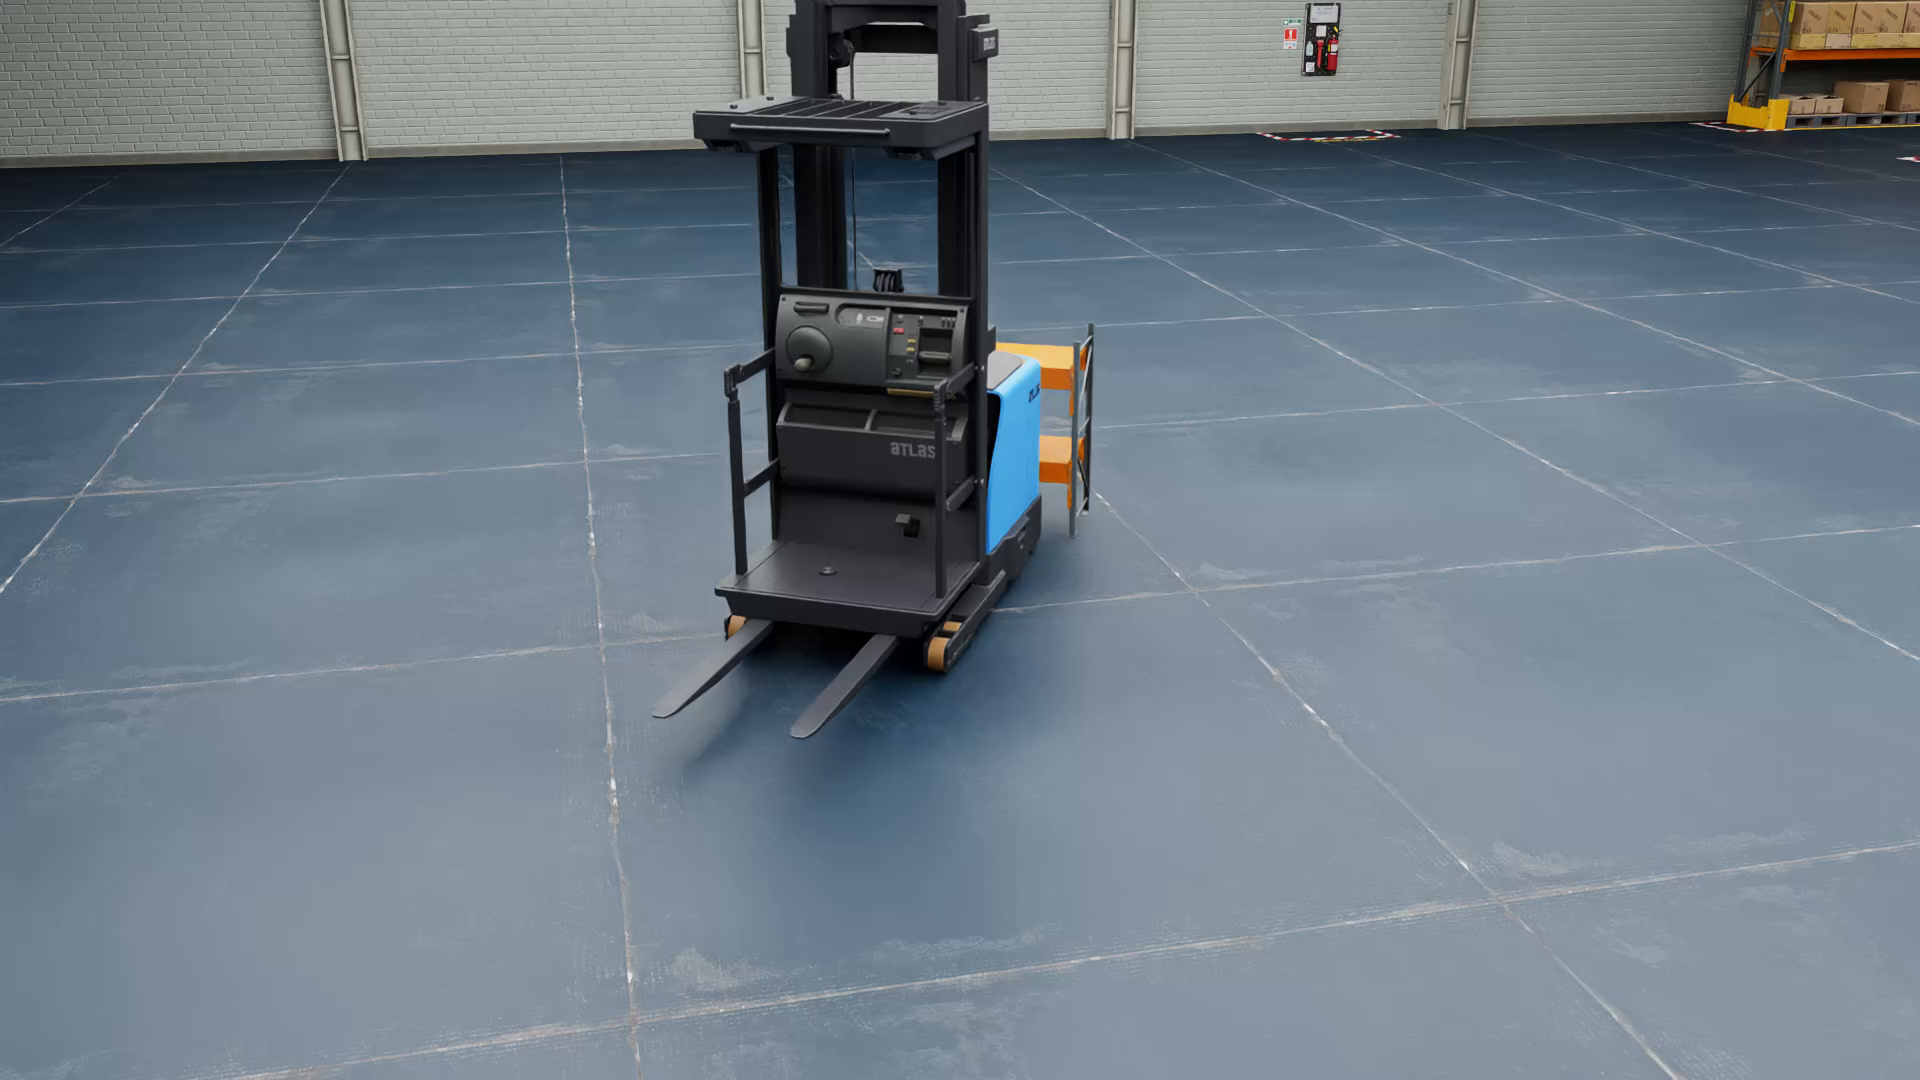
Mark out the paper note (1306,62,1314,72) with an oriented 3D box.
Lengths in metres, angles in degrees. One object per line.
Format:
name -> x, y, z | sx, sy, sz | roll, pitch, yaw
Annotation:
paper note -> 5.872, -7.925, 27.870 | 0.142, 0.148, 0.016 | -5, 21, -12

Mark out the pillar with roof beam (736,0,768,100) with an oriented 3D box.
pillar with roof beam -> -2.214, -8.939, 20.634 | 0.400, 9.000, 9.100 | -5, 21, -12

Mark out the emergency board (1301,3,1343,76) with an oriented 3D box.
emergency board -> 6.060, -8.330, 27.694 | 0.643, 1.169, 0.194 | -5, 21, -12

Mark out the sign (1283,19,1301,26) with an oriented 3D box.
sign -> 5.504, -8.584, 27.564 | 0.331, 0.109, 0.001 | -5, 21, -12

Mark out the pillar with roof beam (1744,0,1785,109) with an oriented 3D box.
pillar with roof beam -> 15.303, -10.364, 24.524 | 0.400, 9.000, 9.100 | -5, 21, -12

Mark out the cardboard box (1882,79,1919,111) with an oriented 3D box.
cardboard box -> 16.722, -7.897, 29.505 | 0.500, 0.500, 0.500 | -6, 21, -17

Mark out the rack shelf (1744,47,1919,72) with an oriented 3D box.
rack shelf -> 15.777, -8.463, 29.104 | 4.000, 0.370, 1.077 | -5, 21, -12

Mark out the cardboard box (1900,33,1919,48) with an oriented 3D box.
cardboard box -> 16.359, -8.678, 28.832 | 0.500, 0.250, 0.500 | -5, 21, -13

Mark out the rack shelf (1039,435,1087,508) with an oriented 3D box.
rack shelf -> 0.195, -0.435, 9.578 | 1.000, 0.278, 0.538 | 5, 21, 13

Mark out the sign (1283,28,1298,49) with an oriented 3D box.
sign -> 5.498, -8.338, 27.662 | 0.234, 0.329, 0.001 | -5, 21, -12

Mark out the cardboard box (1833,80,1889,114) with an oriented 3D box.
cardboard box -> 15.804, -7.787, 29.205 | 0.500, 0.500, 0.700 | -6, 21, -16

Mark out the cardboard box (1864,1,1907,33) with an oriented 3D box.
cardboard box -> 15.851, -8.990, 28.596 | 0.500, 0.500, 0.500 | -4, 20, -11

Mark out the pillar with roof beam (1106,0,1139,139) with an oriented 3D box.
pillar with roof beam -> 3.625, -9.414, 21.931 | 0.400, 9.000, 9.100 | -5, 21, -12

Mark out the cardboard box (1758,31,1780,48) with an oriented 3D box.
cardboard box -> 14.241, -8.684, 28.848 | 0.500, 0.250, 0.500 | -4, 21, -12

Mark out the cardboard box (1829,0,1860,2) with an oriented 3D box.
cardboard box -> 15.234, -9.121, 28.953 | 0.500, 0.500, 0.500 | -5, 21, -14

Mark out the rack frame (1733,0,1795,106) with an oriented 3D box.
rack frame -> 13.830, -8.643, 28.548 | 0.127, 3.000, 1.000 | -5, 21, -12

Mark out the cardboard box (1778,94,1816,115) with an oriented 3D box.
cardboard box -> 14.524, -7.611, 29.002 | 0.500, 0.311, 0.500 | -7, 21, -19

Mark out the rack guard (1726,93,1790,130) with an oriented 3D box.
rack guard -> 13.904, -7.475, 28.994 | 0.348, 0.500, 1.175 | -5, 21, -12

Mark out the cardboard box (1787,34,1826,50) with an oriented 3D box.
cardboard box -> 14.378, -8.514, 28.385 | 0.500, 0.250, 0.500 | -5, 21, -14

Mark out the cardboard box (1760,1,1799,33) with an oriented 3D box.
cardboard box -> 14.240, -9.042, 28.737 | 0.500, 0.500, 0.500 | -5, 21, -13

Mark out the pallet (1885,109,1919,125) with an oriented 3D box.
pallet -> 17.077, -7.585, 29.714 | 1.213, 0.211, 1.003 | -5, 21, -12

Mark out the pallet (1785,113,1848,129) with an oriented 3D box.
pallet -> 14.703, -7.392, 29.187 | 1.213, 0.211, 1.003 | -5, 21, -12

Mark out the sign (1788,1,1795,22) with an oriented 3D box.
sign -> 13.955, -8.868, 27.903 | 0.005, 0.325, 0.100 | -5, 21, -12

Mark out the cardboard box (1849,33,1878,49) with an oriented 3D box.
cardboard box -> 15.377, -8.598, 28.615 | 0.500, 0.250, 0.500 | -5, 21, -13

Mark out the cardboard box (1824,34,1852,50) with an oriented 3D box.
cardboard box -> 14.880, -8.560, 28.511 | 0.500, 0.250, 0.500 | -5, 21, -14

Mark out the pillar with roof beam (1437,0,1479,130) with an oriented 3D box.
pillar with roof beam -> 9.464, -9.889, 23.227 | 0.400, 9.000, 9.100 | -5, 21, -12

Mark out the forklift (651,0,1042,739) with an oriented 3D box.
forklift -> -0.480, -0.919, 7.561 | 1.130, 2.935, 3.031 | 6, 21, 16

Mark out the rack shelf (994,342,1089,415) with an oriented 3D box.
rack shelf -> 0.195, -0.940, 9.393 | 1.000, 0.278, 0.538 | 5, 21, 13

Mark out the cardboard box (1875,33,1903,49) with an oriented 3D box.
cardboard box -> 15.870, -8.638, 28.722 | 0.500, 0.250, 0.500 | -4, 21, -12

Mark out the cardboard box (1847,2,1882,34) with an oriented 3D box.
cardboard box -> 15.352, -8.946, 28.473 | 0.500, 0.500, 0.500 | -5, 21, -14

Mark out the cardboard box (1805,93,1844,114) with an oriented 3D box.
cardboard box -> 15.079, -7.657, 29.125 | 0.500, 0.311, 0.500 | -3, 20, -8

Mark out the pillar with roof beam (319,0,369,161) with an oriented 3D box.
pillar with roof beam -> -8.053, -8.464, 19.338 | 0.400, 9.000, 9.100 | -5, 21, -12

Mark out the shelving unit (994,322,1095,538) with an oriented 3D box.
shelving unit -> 0.195, -0.665, 9.494 | 1.048, 1.125, 0.538 | 5, 21, 13

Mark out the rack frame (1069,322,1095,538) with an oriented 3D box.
rack frame -> 0.688, -0.622, 9.377 | 0.032, 1.125, 0.500 | 5, 21, 13

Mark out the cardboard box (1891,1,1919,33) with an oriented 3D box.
cardboard box -> 16.357, -9.032, 28.709 | 0.500, 0.500, 0.500 | -5, 21, -14

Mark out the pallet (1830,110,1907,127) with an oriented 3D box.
pallet -> 15.888, -7.487, 29.447 | 1.213, 0.211, 1.003 | -5, 21, -12

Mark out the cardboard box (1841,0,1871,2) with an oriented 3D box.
cardboard box -> 15.724, -9.161, 29.061 | 0.500, 0.500, 0.500 | -4, 21, -12

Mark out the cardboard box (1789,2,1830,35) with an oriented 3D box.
cardboard box -> 14.364, -8.871, 28.270 | 0.500, 0.500, 0.500 | -5, 21, -12

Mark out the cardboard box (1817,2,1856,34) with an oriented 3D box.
cardboard box -> 14.847, -8.907, 28.367 | 0.500, 0.500, 0.500 | -5, 21, -12
